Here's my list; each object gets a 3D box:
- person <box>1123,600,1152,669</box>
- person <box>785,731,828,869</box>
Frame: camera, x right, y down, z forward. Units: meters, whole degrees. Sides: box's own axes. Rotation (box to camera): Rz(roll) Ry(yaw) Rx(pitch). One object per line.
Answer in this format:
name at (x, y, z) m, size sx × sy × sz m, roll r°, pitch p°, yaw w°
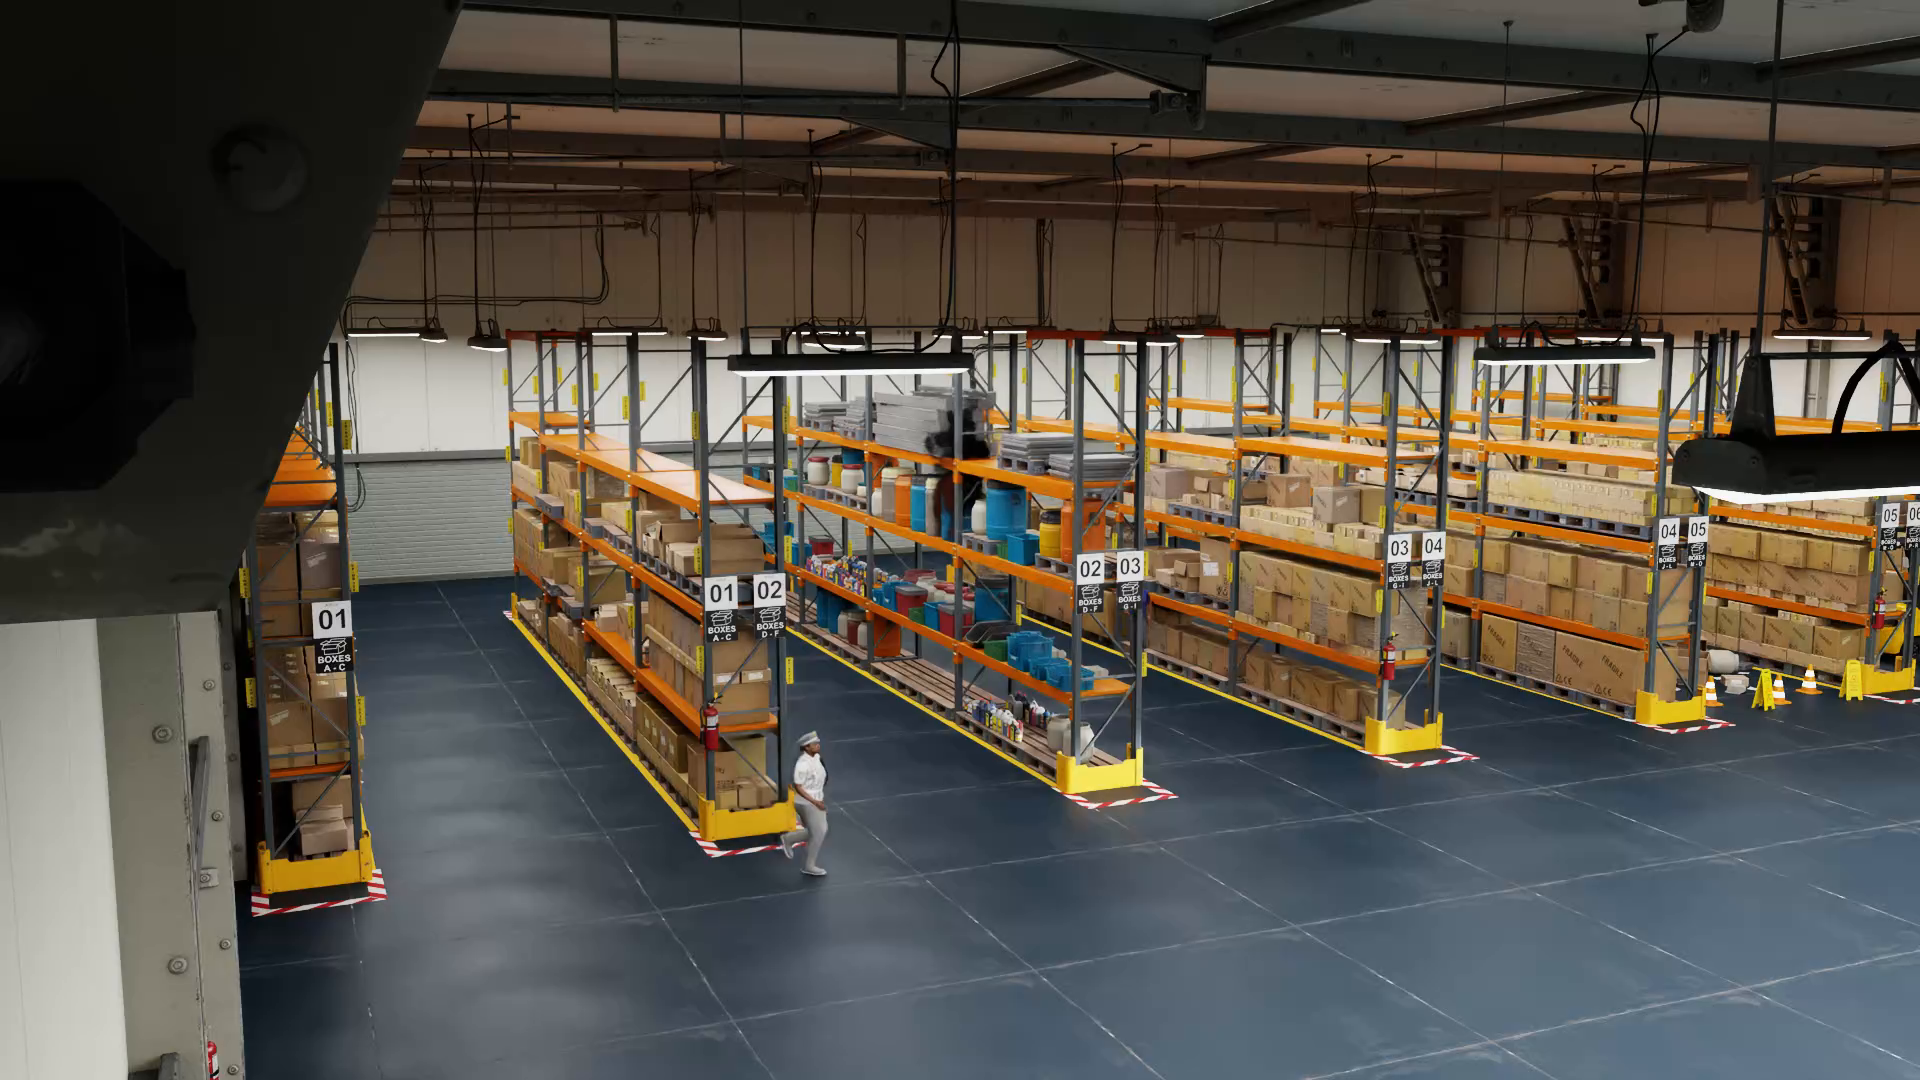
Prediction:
person at (3.039, 1.403, 28.301) m, size 0.608 × 1.629 × 0.537 m, roll -3°, pitch 8°, yaw -22°
person at (-1.724, 2.928, 18.850) m, size 0.560 × 1.596 × 0.593 m, roll 2°, pitch 8°, yaw 16°
